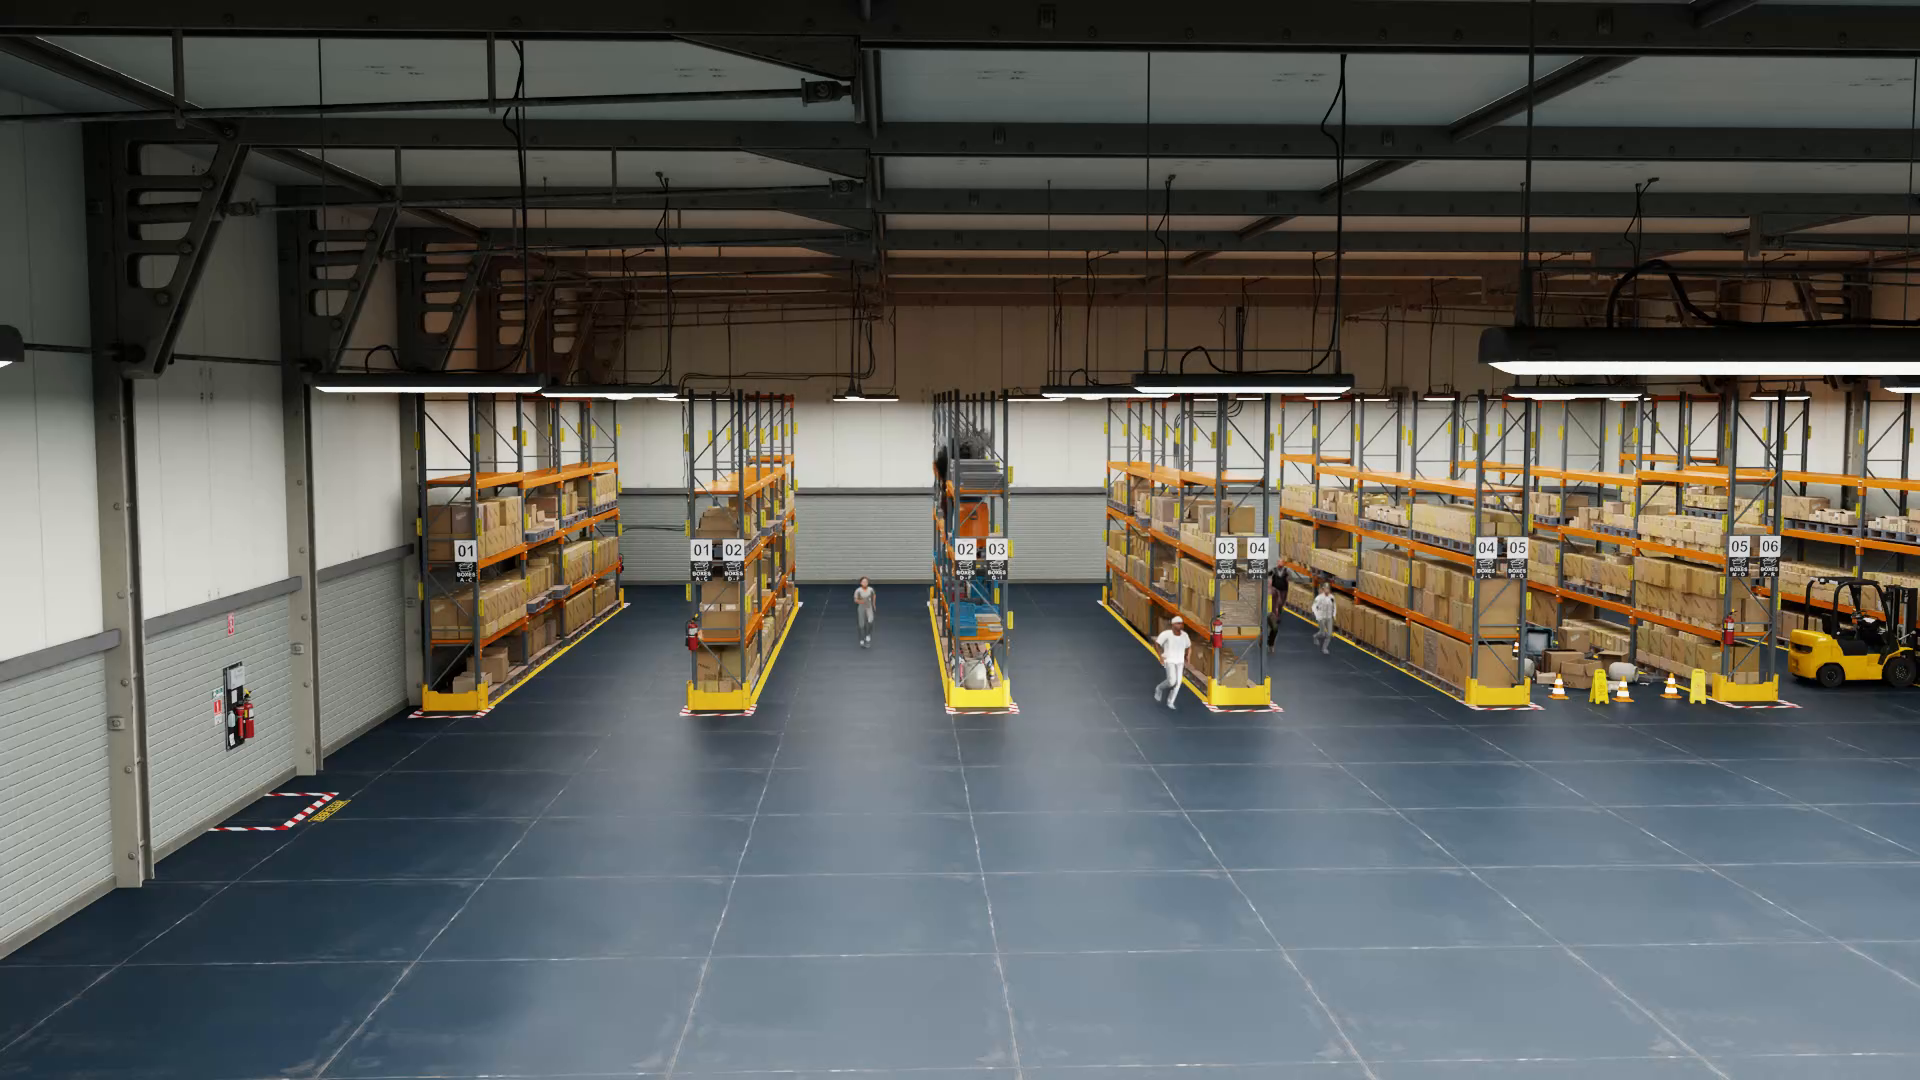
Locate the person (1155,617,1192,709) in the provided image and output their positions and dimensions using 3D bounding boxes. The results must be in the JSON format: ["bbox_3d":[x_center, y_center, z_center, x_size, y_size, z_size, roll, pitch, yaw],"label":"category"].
[{"bbox_3d":[4.064,2.313,31.525,0.721,1.742,0.582,-2,5,-21],"label":"person"}]

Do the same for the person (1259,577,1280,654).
[{"bbox_3d":[7.057,1.735,38.214,0.703,1.799,0.758,-1,5,-7],"label":"person"}]

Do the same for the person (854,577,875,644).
[{"bbox_3d":[-2.228,1.671,39.054,0.526,1.635,0.813,-1,5,-9],"label":"person"}]

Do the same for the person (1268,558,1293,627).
[{"bbox_3d":[8.326,1.360,43.177,0.626,1.791,0.776,0,5,-2],"label":"person"}]

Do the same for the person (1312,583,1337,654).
[{"bbox_3d":[8.383,1.785,38.342,0.580,1.648,0.593,-1,5,-9],"label":"person"}]
